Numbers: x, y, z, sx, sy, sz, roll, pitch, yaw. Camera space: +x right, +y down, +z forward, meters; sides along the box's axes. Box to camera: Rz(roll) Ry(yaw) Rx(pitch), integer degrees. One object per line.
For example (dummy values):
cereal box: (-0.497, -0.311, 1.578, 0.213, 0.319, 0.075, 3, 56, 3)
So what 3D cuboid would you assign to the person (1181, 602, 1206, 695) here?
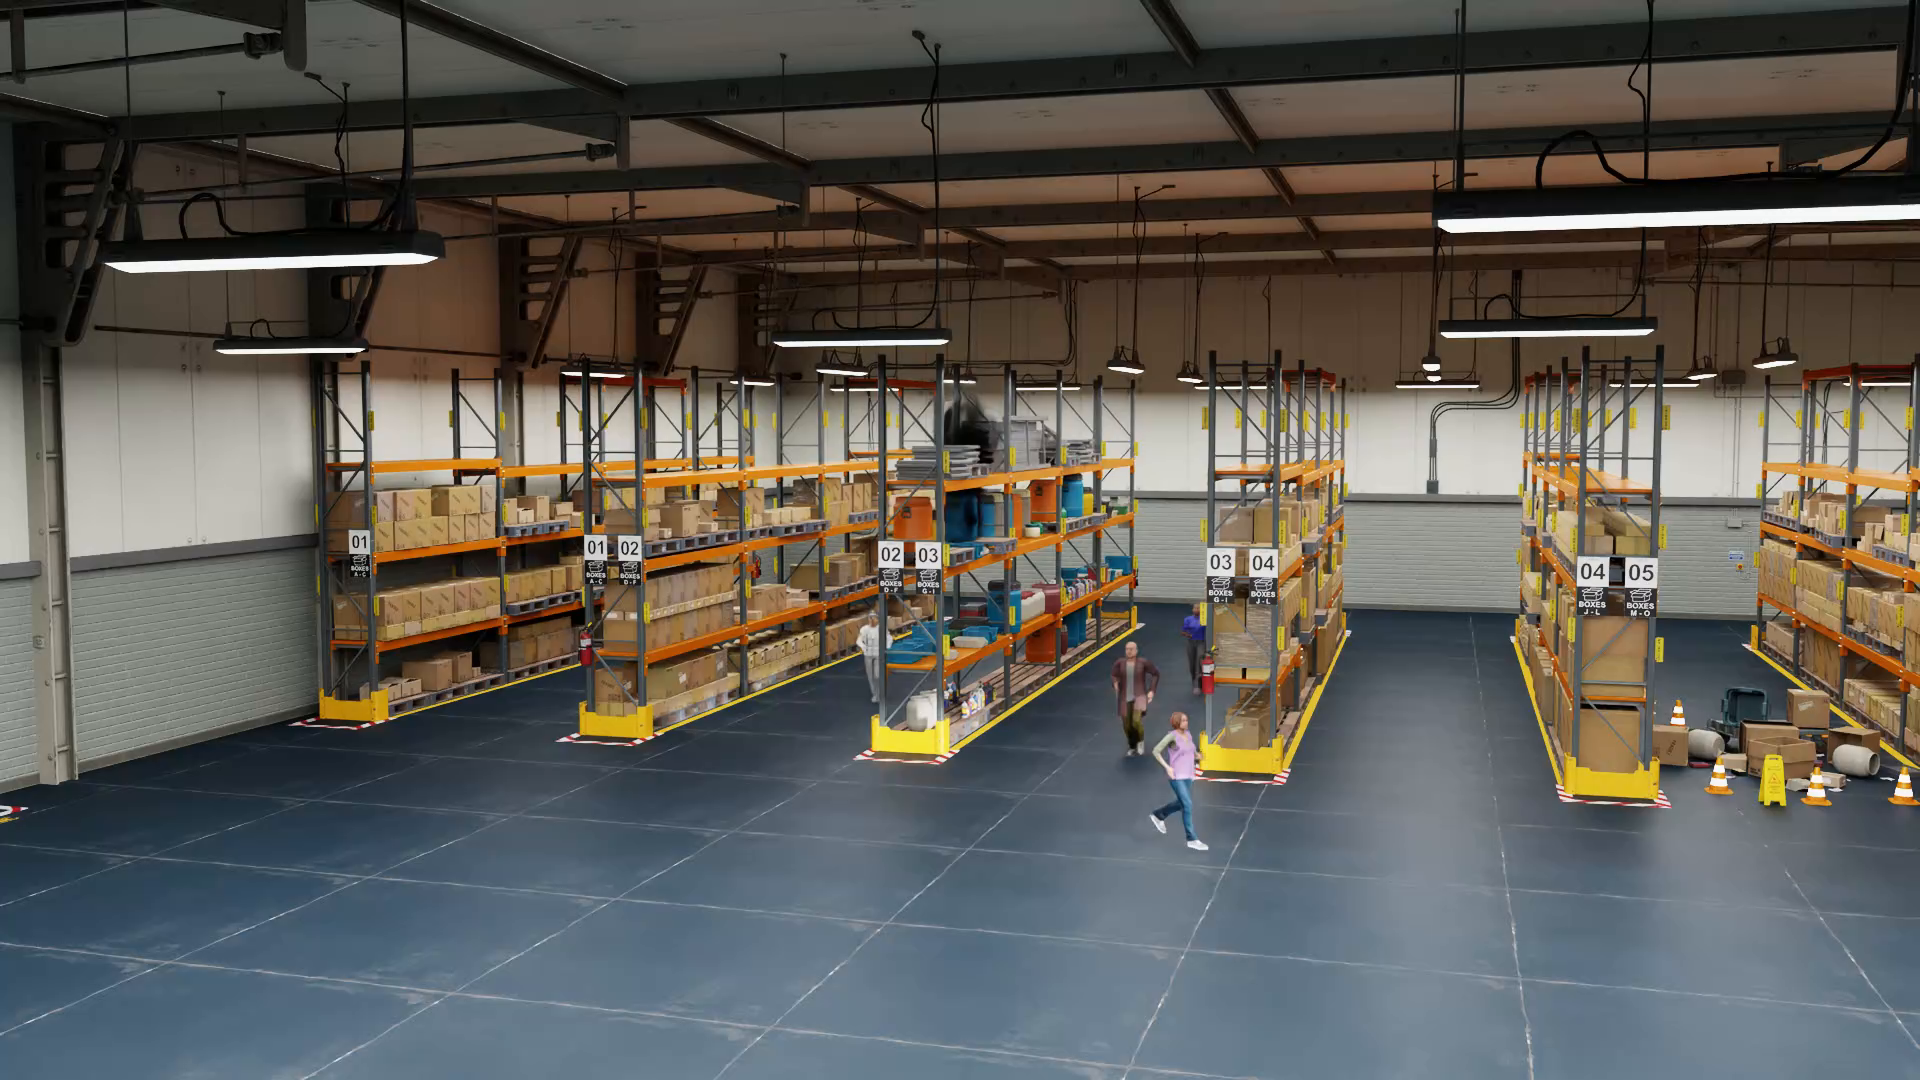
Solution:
person: (4.352, 1.972, 30.590, 0.586, 1.633, 0.891, 1, 4, 12)

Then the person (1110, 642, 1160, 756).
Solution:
person: (2.555, 2.369, 24.681, 0.720, 1.726, 0.715, 2, 4, 22)

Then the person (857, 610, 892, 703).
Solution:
person: (-1.535, 2.063, 29.446, 0.609, 1.677, 0.628, 1, 4, 7)

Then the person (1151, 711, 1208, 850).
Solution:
person: (2.571, 2.795, 19.559, 0.886, 1.579, 0.542, 4, 6, 44)
